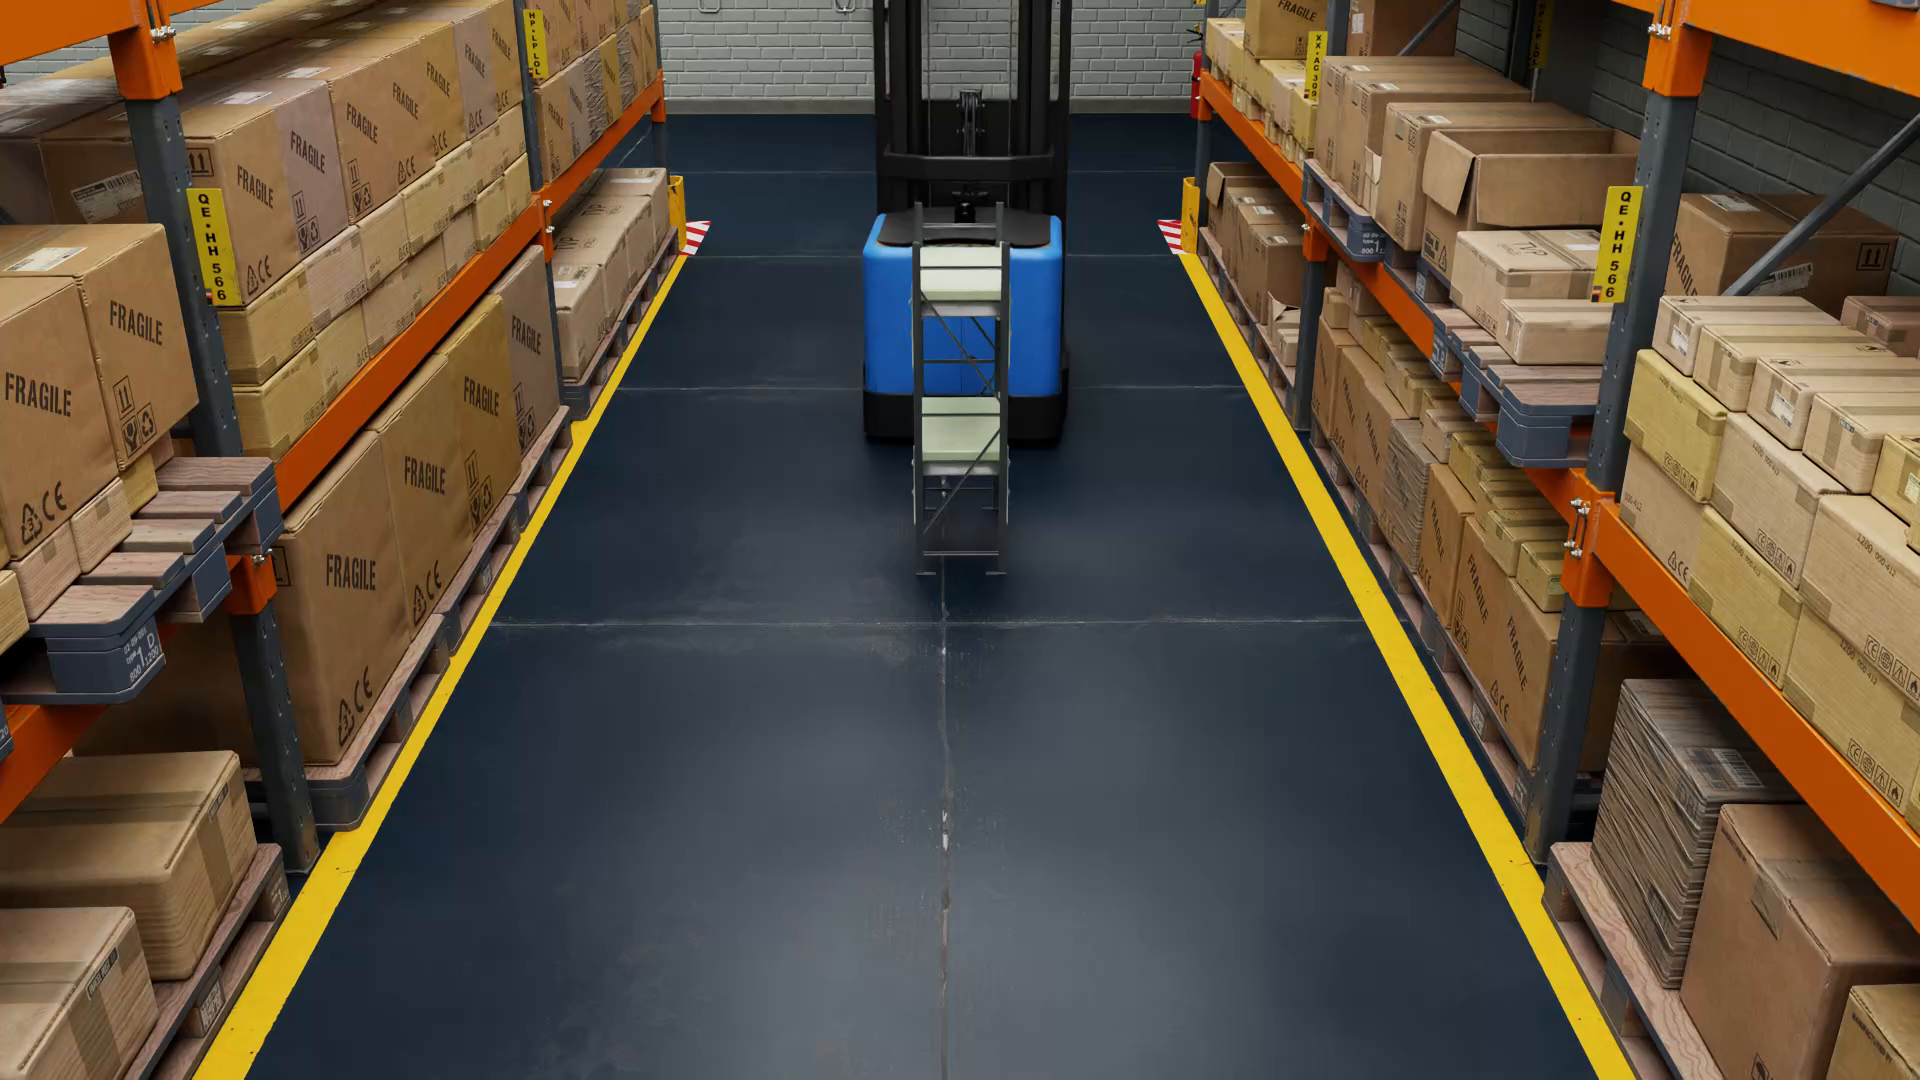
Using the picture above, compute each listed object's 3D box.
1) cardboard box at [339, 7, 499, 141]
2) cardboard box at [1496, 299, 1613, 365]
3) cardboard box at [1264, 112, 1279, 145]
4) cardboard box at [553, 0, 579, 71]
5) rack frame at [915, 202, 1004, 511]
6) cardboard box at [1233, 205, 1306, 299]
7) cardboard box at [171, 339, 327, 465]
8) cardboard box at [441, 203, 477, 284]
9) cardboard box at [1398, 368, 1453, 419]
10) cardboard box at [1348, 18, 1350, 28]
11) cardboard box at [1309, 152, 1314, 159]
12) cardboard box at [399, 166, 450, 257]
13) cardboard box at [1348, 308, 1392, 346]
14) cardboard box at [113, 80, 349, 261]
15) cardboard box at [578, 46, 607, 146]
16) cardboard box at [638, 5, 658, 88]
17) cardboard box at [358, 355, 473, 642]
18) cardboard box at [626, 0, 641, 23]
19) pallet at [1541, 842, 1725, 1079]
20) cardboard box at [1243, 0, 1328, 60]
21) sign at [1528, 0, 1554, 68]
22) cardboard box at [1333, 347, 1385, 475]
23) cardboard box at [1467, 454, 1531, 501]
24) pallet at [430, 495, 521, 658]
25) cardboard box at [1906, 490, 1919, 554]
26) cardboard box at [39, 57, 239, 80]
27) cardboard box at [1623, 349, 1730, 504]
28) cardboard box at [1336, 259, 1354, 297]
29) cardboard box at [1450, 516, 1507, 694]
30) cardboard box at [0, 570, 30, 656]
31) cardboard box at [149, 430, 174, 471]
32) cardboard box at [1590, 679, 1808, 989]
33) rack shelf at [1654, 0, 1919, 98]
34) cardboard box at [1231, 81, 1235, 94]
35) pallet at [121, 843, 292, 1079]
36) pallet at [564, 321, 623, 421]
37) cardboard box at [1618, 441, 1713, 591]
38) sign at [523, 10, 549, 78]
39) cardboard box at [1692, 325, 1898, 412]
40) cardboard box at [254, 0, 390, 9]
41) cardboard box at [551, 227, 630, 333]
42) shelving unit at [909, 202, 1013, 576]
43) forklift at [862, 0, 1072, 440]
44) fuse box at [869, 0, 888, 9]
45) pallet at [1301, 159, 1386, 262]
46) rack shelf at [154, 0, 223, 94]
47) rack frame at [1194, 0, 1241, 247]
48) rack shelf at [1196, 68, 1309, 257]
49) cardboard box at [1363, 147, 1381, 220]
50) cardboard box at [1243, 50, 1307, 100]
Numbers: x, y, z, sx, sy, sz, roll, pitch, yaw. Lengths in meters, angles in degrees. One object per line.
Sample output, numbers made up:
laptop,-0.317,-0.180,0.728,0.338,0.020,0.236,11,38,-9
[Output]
cardboard box,-2.374,-2.060,7.330,0.500,0.500,0.500,0,24,0
cardboard box,1.973,-0.676,5.401,0.380,0.149,0.250,0,24,0
cardboard box,2.006,-2.422,9.770,0.380,0.149,0.250,-1,24,-1
cardboard box,-2.405,-2.862,9.103,0.500,0.500,0.500,-1,24,-1
rack frame,-0.004,-0.831,7.768,0.400,1.500,0.023,0,24,-1
cardboard box,2.065,-1.856,10.738,0.500,0.500,0.500,0,24,0
cardboard box,-2.353,-0.441,5.268,0.500,0.250,0.500,-1,24,-1
cardboard box,-2.395,-1.285,7.133,0.500,0.250,0.500,-1,24,-2
cardboard box,2.135,-0.640,7.262,0.380,0.149,0.250,1,24,1
cardboard box,2.547,-3.506,11.683,0.500,0.250,0.500,0,24,1
cardboard box,2.064,-1.995,8.825,0.380,0.149,0.250,0,24,0
cardboard box,-2.348,-1.304,6.568,0.500,0.250,0.500,0,24,0
cardboard box,2.138,-1.064,8.199,0.380,0.149,0.250,-1,24,-2
cardboard box,-2.375,-1.217,5.465,0.500,0.500,0.500,0,24,0
cardboard box,-2.387,-2.607,9.754,0.500,0.500,0.500,0,24,0
cardboard box,-2.417,-3.451,11.620,0.500,0.500,0.500,0,24,0
cardboard box,-2.529,-0.183,6.582,0.875,0.875,0.875,0,24,0
cardboard box,-2.408,-3.692,10.938,0.500,0.500,0.500,0,24,0
pallet,2.334,1.279,4.665,1.003,0.211,1.213,0,24,-1
cardboard box,2.029,-3.230,10.162,0.500,0.500,0.500,0,24,1
sign,2.875,-2.510,8.256,0.100,0.325,0.005,0,24,-1
cardboard box,2.116,-0.612,7.986,0.500,0.500,0.500,-1,24,-1
cardboard box,2.155,-0.211,6.313,0.380,0.149,0.250,0,24,1
pallet,-2.543,0.137,7.191,1.003,0.211,1.213,0,24,-1
cardboard box,2.097,-0.007,3.218,0.380,0.149,0.250,0,24,1
cardboard box,-2.879,-1.436,5.950,0.500,0.500,0.500,0,24,-1
cardboard box,2.099,-0.306,4.362,0.500,0.250,0.500,0,24,-1
cardboard box,2.119,-1.314,8.390,0.380,0.149,0.250,-1,24,-1
cardboard box,2.149,0.237,6.109,0.500,0.500,0.500,-1,24,-1
cardboard box,-2.226,0.181,3.505,0.380,0.149,0.250,0,24,0
cardboard box,-2.361,-0.250,4.457,0.380,0.149,0.250,1,24,1
cardboard box,2.357,0.817,4.675,0.875,0.625,0.625,1,24,1
rack shelf,2.386,-0.545,2.549,1.077,0.370,4.000,0,24,-1
cardboard box,2.034,-3.059,11.178,0.380,0.149,0.250,0,24,1
pallet,-2.592,1.286,4.651,1.003,0.211,1.213,0,24,-1
pallet,-2.573,-0.998,9.701,1.003,0.211,1.213,0,24,-1
cardboard box,2.124,-0.078,4.465,0.500,0.250,0.500,0,24,0
sign,-2.101,-2.453,8.225,0.100,0.325,0.005,0,24,-1
cardboard box,2.077,-0.429,4.150,0.380,0.149,0.250,0,24,1
cardboard box,-2.926,-2.274,7.802,0.500,0.500,0.500,0,24,0
cardboard box,-2.553,-1.607,10.263,0.875,0.438,0.875,-1,24,-2
shelving unit,0.000,-0.681,7.435,0.431,1.500,0.755,0,24,-1
forklift,0.080,-2.429,9.564,1.130,2.935,3.031,1,24,3
fuse box,-0.669,-5.289,17.368,0.539,1.711,0.414,0,24,-1
pallet,2.220,-1.562,7.796,1.003,0.211,1.213,0,24,-1
rack shelf,-2.621,-2.170,6.141,1.077,0.370,4.000,0,24,-1
rack frame,2.277,-3.627,12.130,1.000,3.000,0.127,0,24,-1
rack shelf,2.298,-2.475,10.456,1.077,0.370,4.000,0,24,-1
cardboard box,1.952,-1.535,7.157,0.396,0.266,0.258,1,24,2
cardboard box,2.054,-2.879,10.296,0.500,0.250,0.500,-1,24,-2
